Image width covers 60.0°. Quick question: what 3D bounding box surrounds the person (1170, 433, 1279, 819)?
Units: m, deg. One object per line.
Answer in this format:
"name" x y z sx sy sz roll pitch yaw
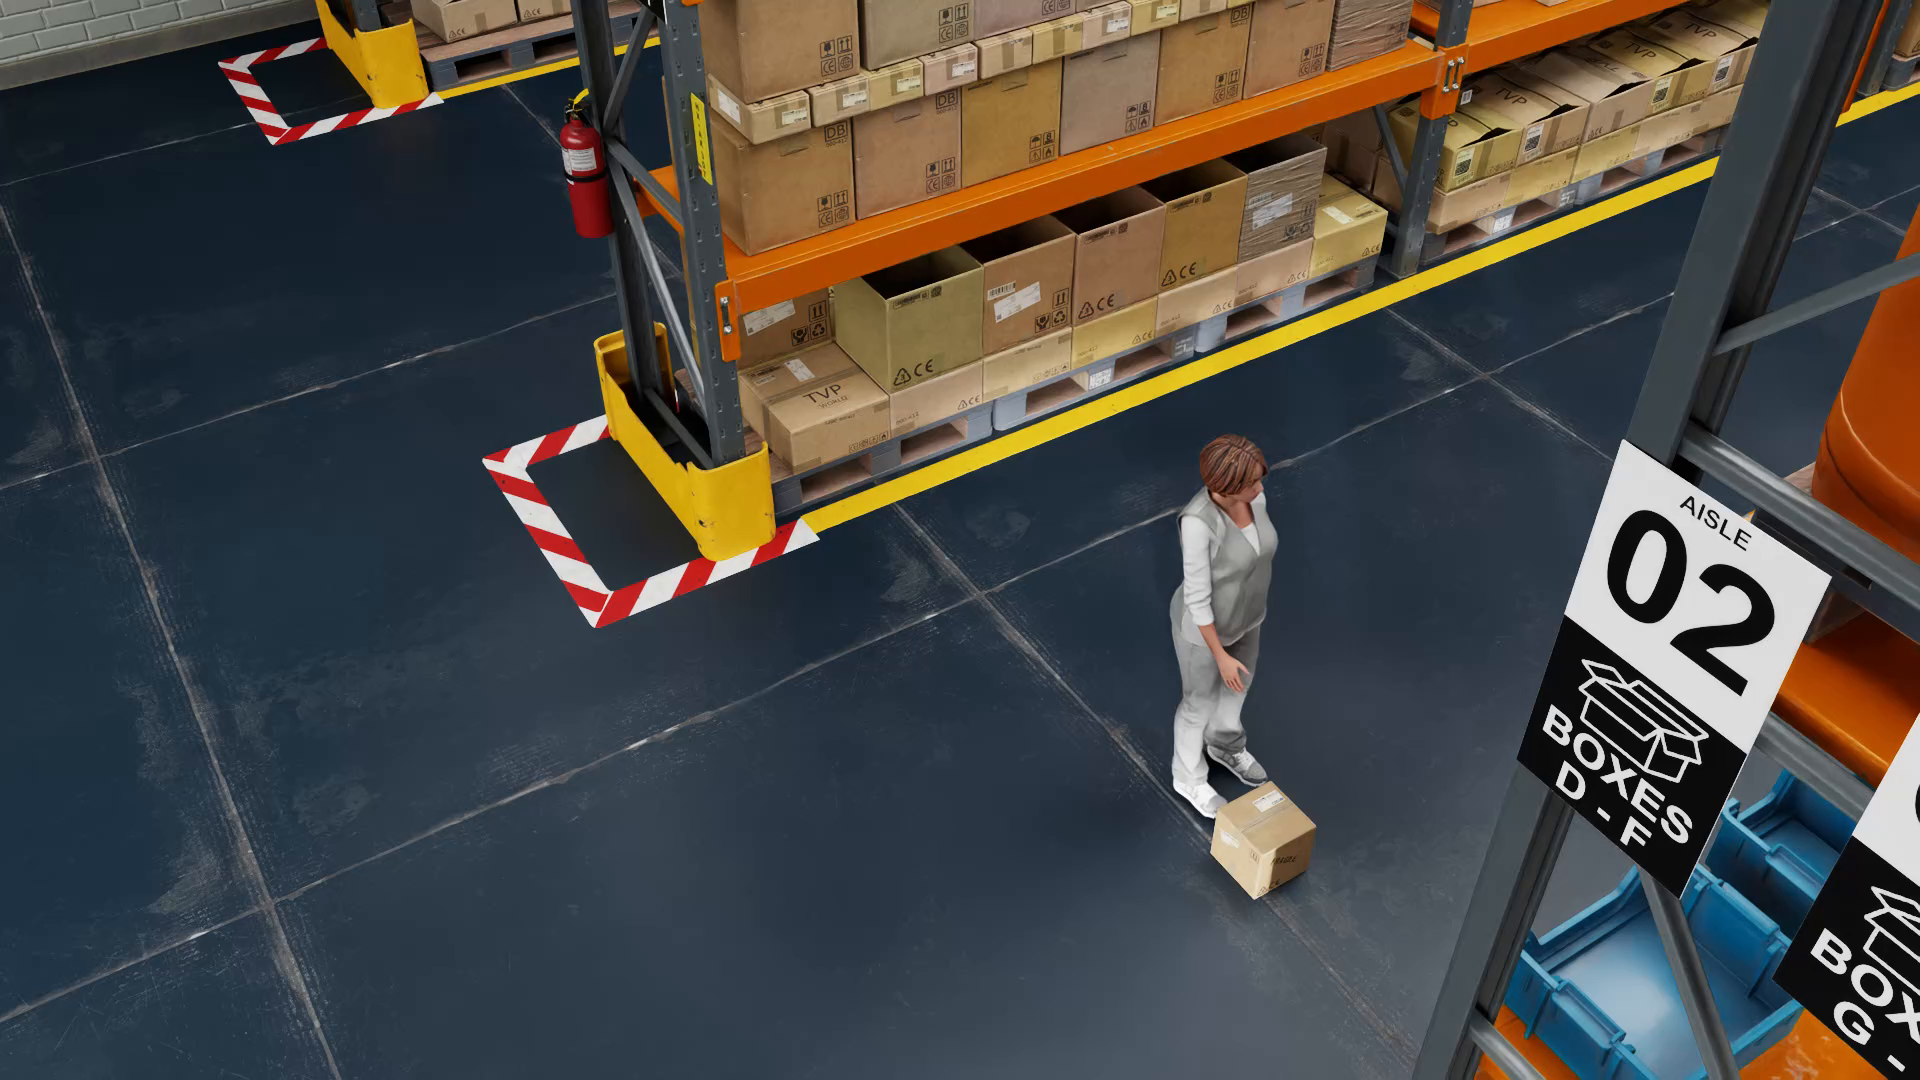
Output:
"person" 0.934 0.323 5.795 0.431 1.609 0.413 -32 51 -31
